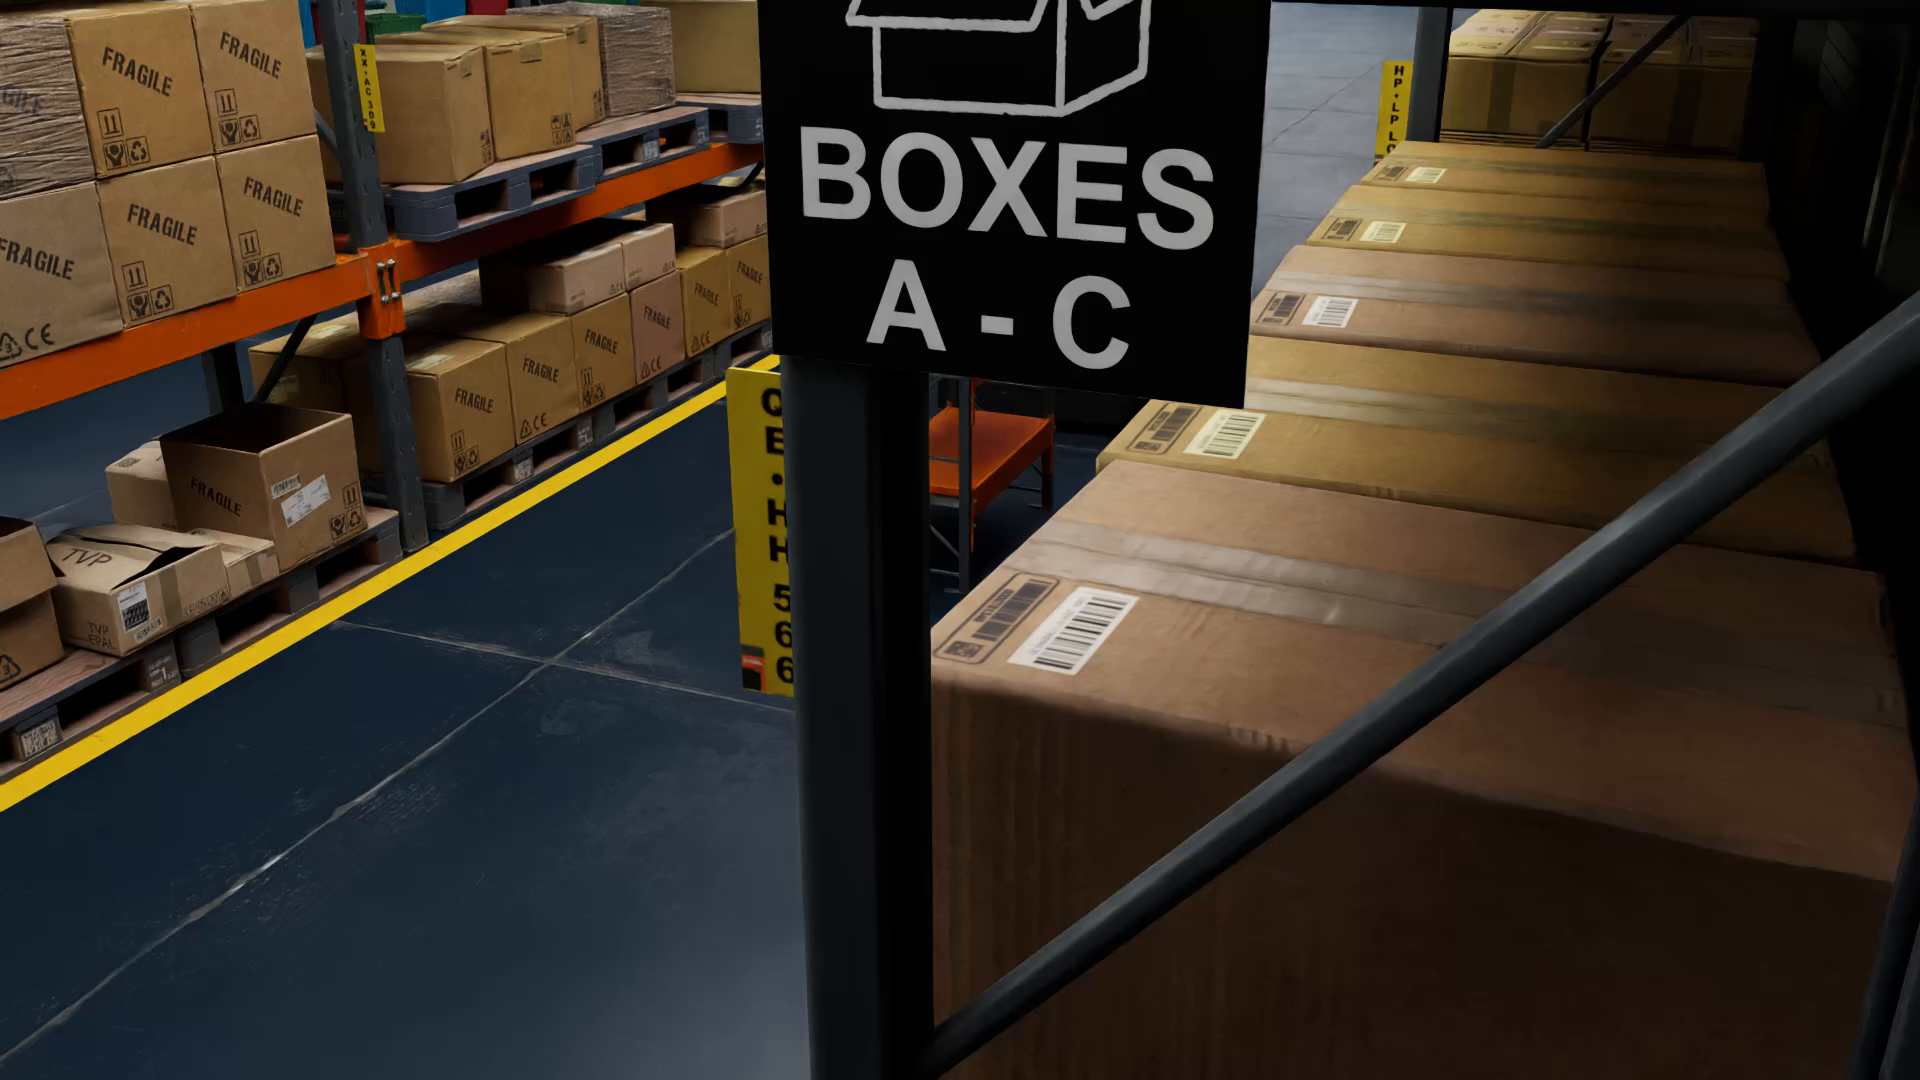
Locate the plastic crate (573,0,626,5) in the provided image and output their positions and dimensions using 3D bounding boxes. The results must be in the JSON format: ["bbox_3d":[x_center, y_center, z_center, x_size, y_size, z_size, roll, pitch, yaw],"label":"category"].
[{"bbox_3d":[-3.640,-5.333,16.400,0.450,0.188,0.662,9,24,20],"label":"plastic crate"}]

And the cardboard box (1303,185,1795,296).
[{"bbox_3d":[1.327,-0.390,3.903,0.980,0.700,0.700,8,24,19],"label":"cardboard box"}]

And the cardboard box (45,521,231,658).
[{"bbox_3d":[-3.008,0.139,5.943,0.500,0.311,0.500,9,24,20],"label":"cardboard box"}]

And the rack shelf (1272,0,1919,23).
[{"bbox_3d":[1.077,-1.040,2.890,1.077,0.370,4.000,9,24,20],"label":"rack shelf"}]

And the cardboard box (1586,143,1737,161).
[{"bbox_3d":[2.225,-1.025,5.270,0.500,0.500,0.500,8,24,18],"label":"cardboard box"}]

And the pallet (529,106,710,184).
[{"bbox_3d":[-2.013,-2.058,8.534,1.003,0.211,1.213,9,24,20],"label":"pallet"}]

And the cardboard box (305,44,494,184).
[{"bbox_3d":[-2.397,-1.789,6.967,0.700,0.500,0.500,1,23,2],"label":"cardboard box"}]

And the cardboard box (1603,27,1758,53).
[{"bbox_3d":[2.421,-1.558,5.573,0.500,0.250,0.500,9,24,21],"label":"cardboard box"}]

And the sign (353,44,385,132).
[{"bbox_3d":[-2.274,-1.736,6.392,0.100,0.325,0.005,9,24,20],"label":"sign"}]

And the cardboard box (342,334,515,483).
[{"bbox_3d":[-2.375,-0.599,7.466,0.500,0.500,0.500,8,24,18],"label":"cardboard box"}]

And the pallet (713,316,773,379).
[{"bbox_3d":[-1.607,-1.295,10.076,1.003,0.211,1.213,9,24,20],"label":"pallet"}]

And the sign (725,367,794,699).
[{"bbox_3d":[-0.165,0.001,1.545,0.100,0.325,0.005,9,24,20],"label":"sign"}]

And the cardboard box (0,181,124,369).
[{"bbox_3d":[-3.107,-0.873,5.319,0.500,0.500,0.500,9,24,21],"label":"cardboard box"}]

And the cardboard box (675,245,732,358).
[{"bbox_3d":[-1.617,-1.339,9.237,0.500,0.500,0.500,8,24,18],"label":"cardboard box"}]

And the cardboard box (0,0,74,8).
[{"bbox_3d":[-3.408,-1.606,5.776,0.500,0.500,0.500,8,24,18],"label":"cardboard box"}]

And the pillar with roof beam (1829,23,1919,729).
[{"bbox_3d":[-1.634,-3.714,4.466,9.100,9.000,0.400,9,24,20],"label":"pillar with roof beam"}]

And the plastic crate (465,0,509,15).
[{"bbox_3d":[-4.303,-4.797,14.761,0.402,0.464,0.583,9,24,20],"label":"plastic crate"}]

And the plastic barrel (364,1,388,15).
[{"bbox_3d":[-5.041,-4.470,14.238,0.301,0.262,0.301,0,23,0],"label":"plastic barrel"}]

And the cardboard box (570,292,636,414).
[{"bbox_3d":[-1.994,-0.970,8.352,0.500,0.500,0.500,9,24,21],"label":"cardboard box"}]

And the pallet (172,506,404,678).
[{"bbox_3d":[-3.037,0.121,6.687,1.003,0.211,1.213,9,24,20],"label":"pallet"}]

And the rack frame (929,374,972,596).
[{"bbox_3d":[-0.191,-0.335,6.592,0.500,1.125,0.032,9,24,20],"label":"rack frame"}]

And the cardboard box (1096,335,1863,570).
[{"bbox_3d":[0.774,0.143,2.626,0.980,0.700,0.700,9,24,20],"label":"cardboard box"}]

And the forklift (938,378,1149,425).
[{"bbox_3d":[0.746,-2.480,9.384,1.130,2.935,3.031,6,23,13],"label":"forklift"}]

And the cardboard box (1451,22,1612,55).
[{"bbox_3d":[1.955,-1.628,5.741,0.500,0.250,0.500,9,24,21],"label":"cardboard box"}]

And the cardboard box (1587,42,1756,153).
[{"bbox_3d":[2.233,-1.370,5.123,0.500,0.250,0.500,10,25,22],"label":"cardboard box"}]

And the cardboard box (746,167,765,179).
[{"bbox_3d":[-1.142,-2.436,11.486,0.500,0.311,0.500,8,24,19],"label":"cardboard box"}]

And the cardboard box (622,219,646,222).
[{"bbox_3d":[-1.919,-1.583,9.819,0.500,0.500,0.500,8,24,18],"label":"cardboard box"}]

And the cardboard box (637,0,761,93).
[{"bbox_3d":[-1.424,-2.842,9.486,0.700,0.500,0.500,1,23,2],"label":"cardboard box"}]

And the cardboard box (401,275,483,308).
[{"bbox_3d":[-2.485,-1.034,8.506,0.500,0.500,0.500,9,24,21],"label":"cardboard box"}]

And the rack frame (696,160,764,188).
[{"bbox_3d":[-1.295,-2.843,10.165,1.000,3.000,0.127,9,24,20],"label":"rack frame"}]

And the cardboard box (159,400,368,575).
[{"bbox_3d":[-2.729,-0.217,6.550,0.500,0.500,0.500,9,24,20],"label":"cardboard box"}]

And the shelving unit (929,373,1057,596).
[{"bbox_3d":[-0.003,-0.517,7.027,0.538,1.125,1.048,9,24,20],"label":"shelving unit"}]

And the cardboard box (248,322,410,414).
[{"bbox_3d":[-2.864,-0.679,7.656,0.500,0.500,0.500,9,24,20],"label":"cardboard box"}]

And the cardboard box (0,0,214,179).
[{"bbox_3d":[-2.916,-1.517,5.564,0.500,0.500,0.500,8,24,19],"label":"cardboard box"}]

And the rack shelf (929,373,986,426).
[{"bbox_3d":[-0.003,-0.787,6.915,0.538,0.278,1.000,9,24,20],"label":"rack shelf"}]

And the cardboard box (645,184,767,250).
[{"bbox_3d":[-1.441,-1.850,9.486,0.500,0.250,0.500,10,25,22],"label":"cardboard box"}]

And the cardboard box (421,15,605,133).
[{"bbox_3d":[-2.182,-2.293,8.172,0.700,0.500,0.500,3,23,7],"label":"cardboard box"}]

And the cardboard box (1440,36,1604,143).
[{"bbox_3d":[1.756,-1.446,5.306,0.500,0.250,0.500,9,24,21],"label":"cardboard box"}]

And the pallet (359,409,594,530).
[{"bbox_3d":[-2.514,-0.421,7.985,1.003,0.211,1.213,9,24,20],"label":"pallet"}]

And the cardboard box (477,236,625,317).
[{"bbox_3d":[-2.003,-1.303,8.178,0.500,0.250,0.500,9,24,20],"label":"cardboard box"}]

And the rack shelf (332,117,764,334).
[{"bbox_3d":[-2.038,-1.795,8.590,1.077,0.370,4.000,9,24,20],"label":"rack shelf"}]

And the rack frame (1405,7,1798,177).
[{"bbox_3d":[1.820,-0.704,5.043,1.000,3.000,0.127,9,24,20],"label":"rack frame"}]

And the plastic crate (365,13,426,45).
[{"bbox_3d":[-4.792,-4.224,13.745,0.450,0.188,0.662,9,24,20],"label":"plastic crate"}]

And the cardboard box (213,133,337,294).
[{"bbox_3d":[-2.728,-1.242,6.202,0.500,0.500,0.500,9,24,21],"label":"cardboard box"}]

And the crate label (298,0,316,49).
[{"bbox_3d":[-5.272,-3.887,12.617,0.502,0.435,0.616,9,24,20],"label":"crate label"}]
